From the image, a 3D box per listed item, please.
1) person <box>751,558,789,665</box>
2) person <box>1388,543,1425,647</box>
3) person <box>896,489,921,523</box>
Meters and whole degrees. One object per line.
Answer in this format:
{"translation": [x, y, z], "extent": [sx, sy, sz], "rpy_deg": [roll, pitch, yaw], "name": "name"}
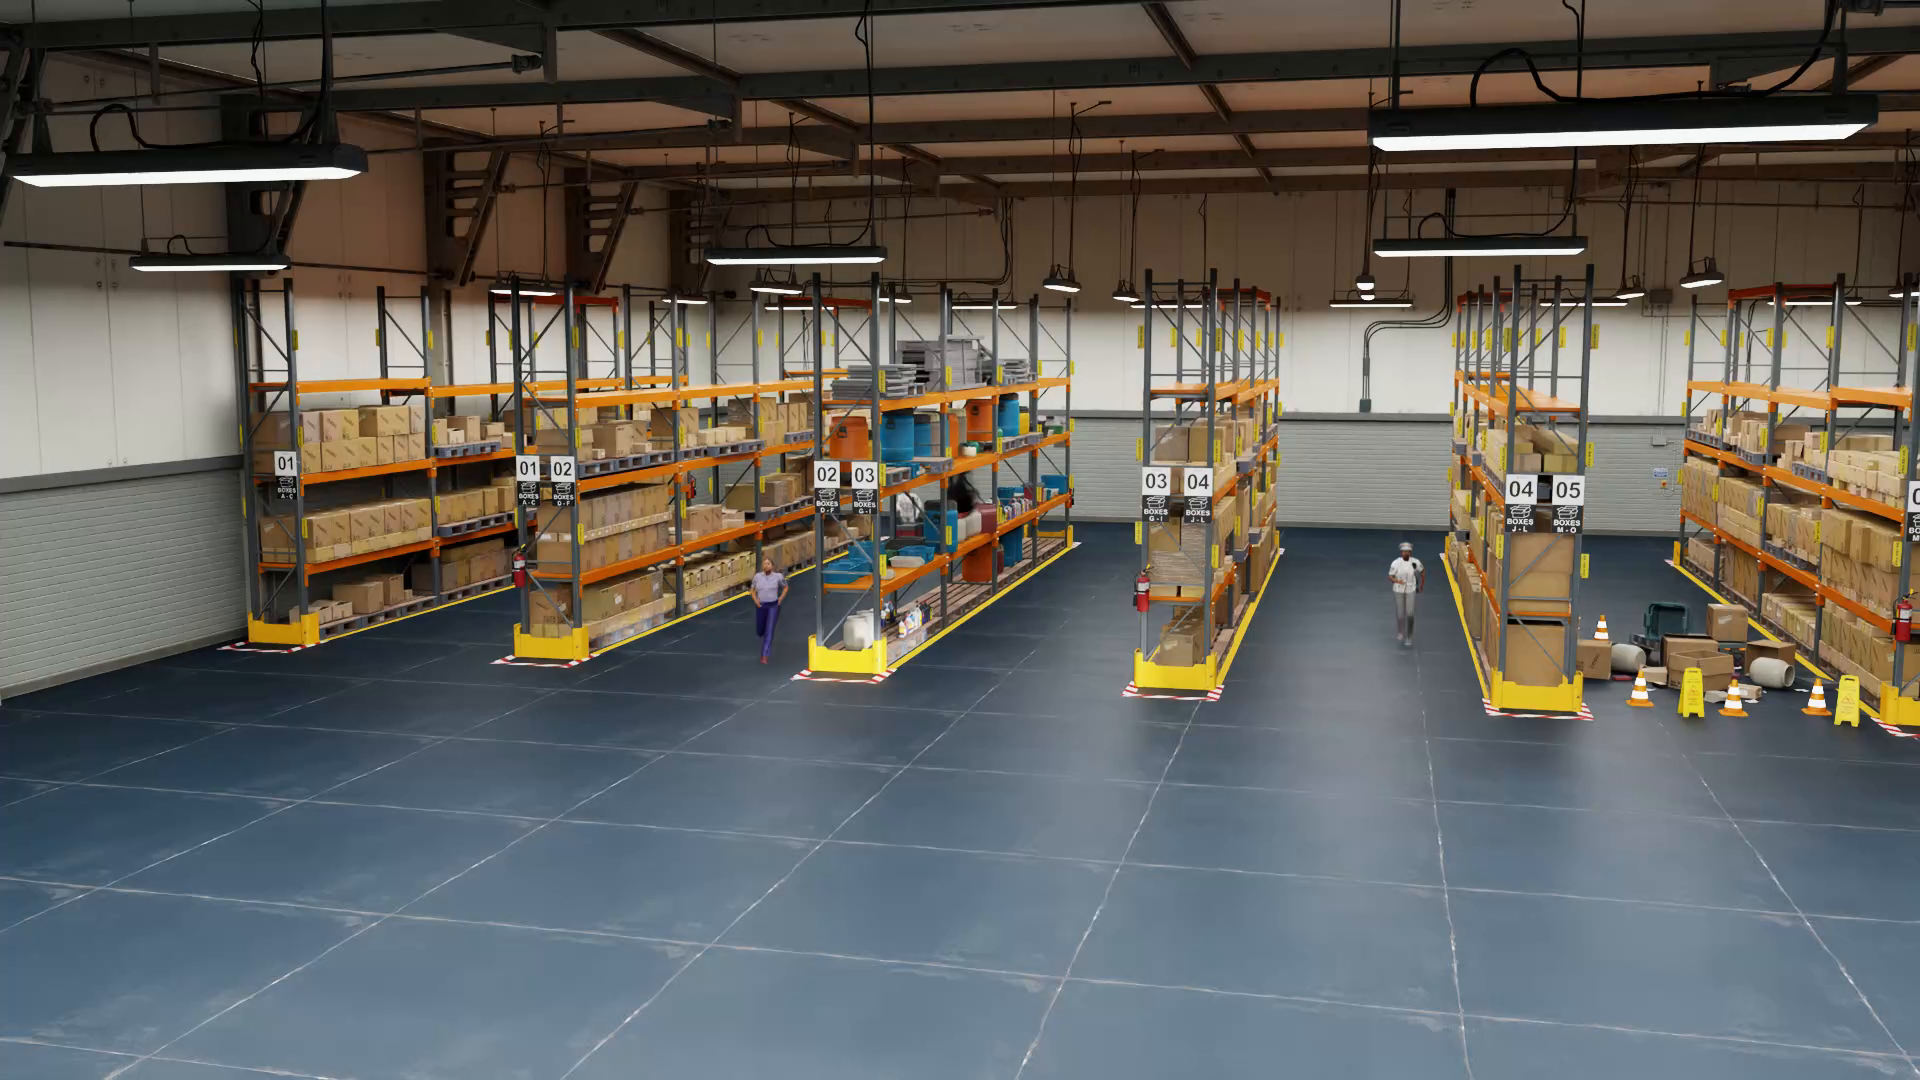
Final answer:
{"translation": [-3.025, 1.099, 26.162], "extent": [0.574, 1.622, 0.987], "rpy_deg": [1, 7, 11], "name": "person"}
{"translation": [7.353, 0.901, 27.400], "extent": [0.584, 1.750, 0.718], "rpy_deg": [2, 7, 16], "name": "person"}
{"translation": [-1.246, -0.544, 39.358], "extent": [0.530, 1.687, 0.683], "rpy_deg": [1, 7, 8], "name": "person"}
